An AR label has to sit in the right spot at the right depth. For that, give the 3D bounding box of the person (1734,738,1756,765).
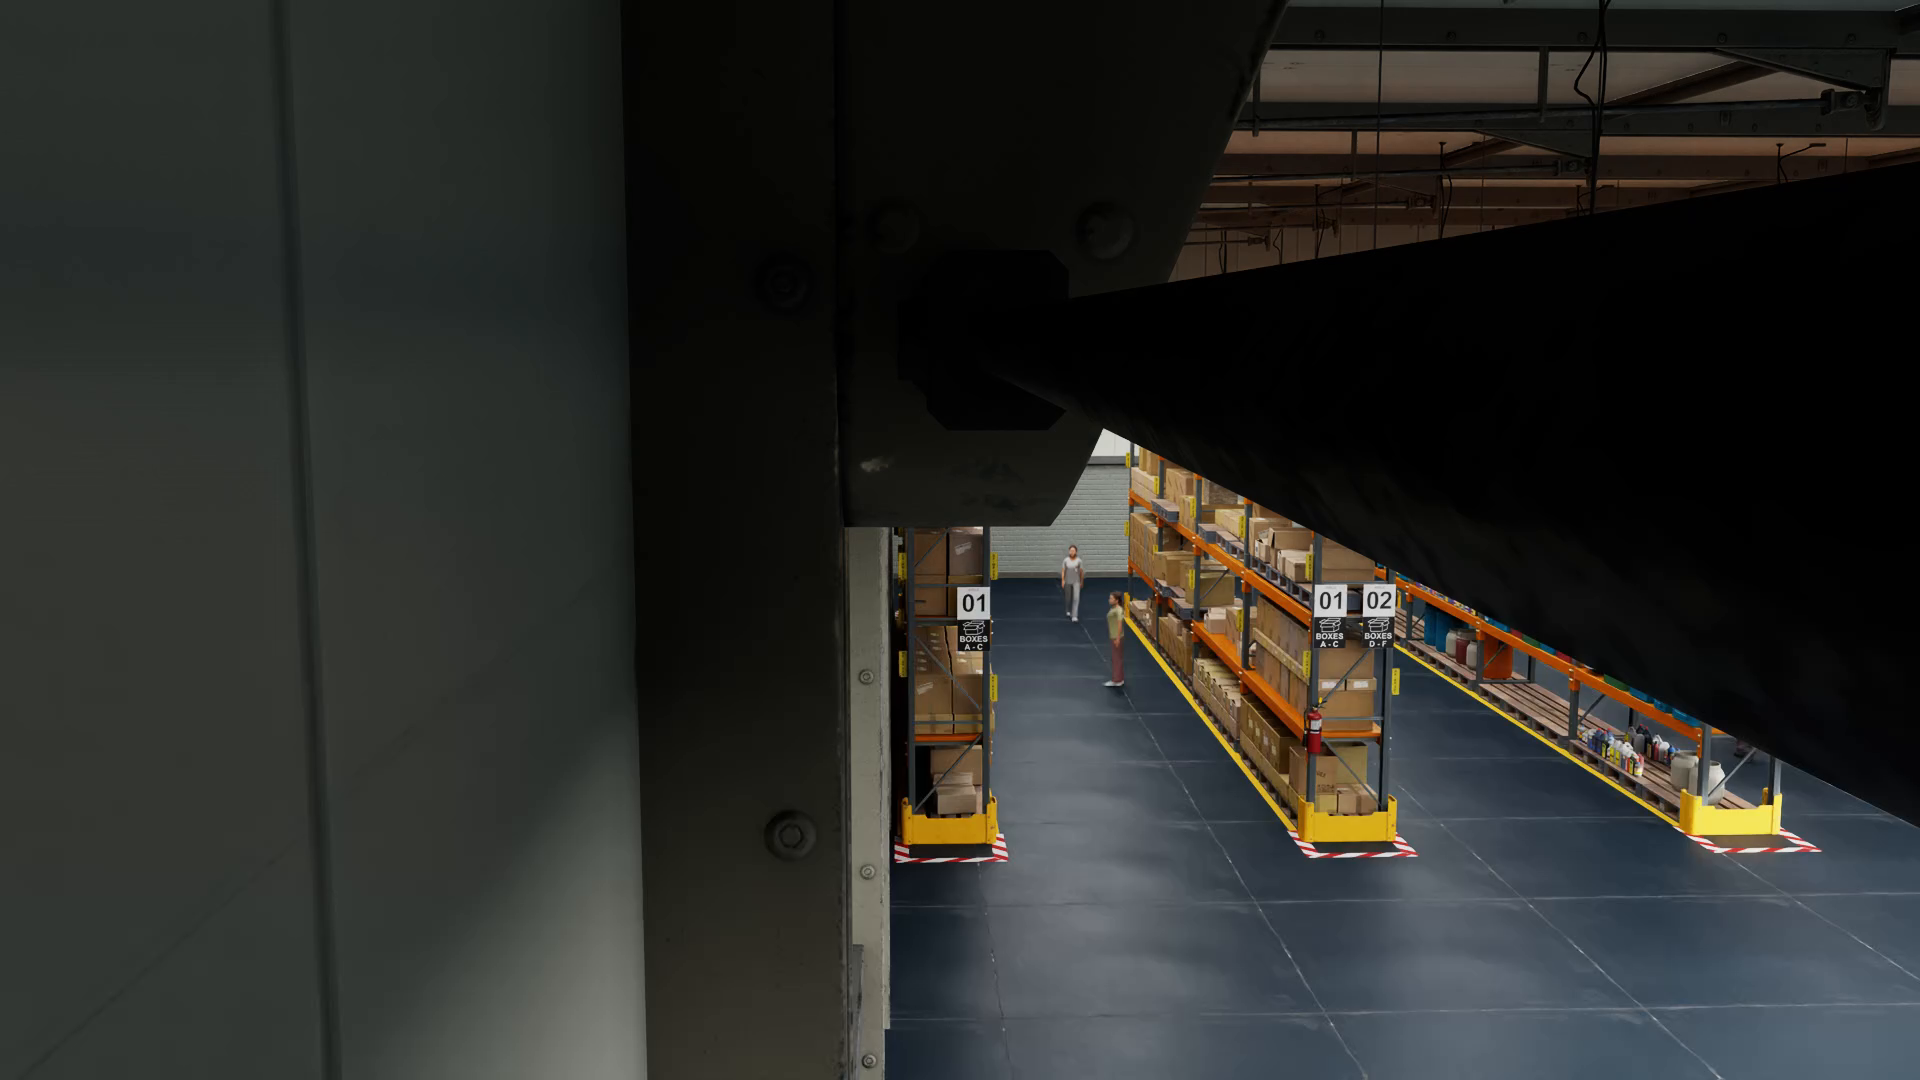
[{"bbox_3d":[11.521,2.369,24.376,0.553,1.736,0.554,-7,10,-43],"label":"person"}]

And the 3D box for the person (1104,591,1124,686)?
[{"bbox_3d":[2.719,1.740,29.358,0.371,1.683,0.520,-1,7,-5],"label":"person"}]

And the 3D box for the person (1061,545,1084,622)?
[{"bbox_3d":[2.430,0.926,35.926,0.482,1.626,0.993,0,7,3],"label":"person"}]
